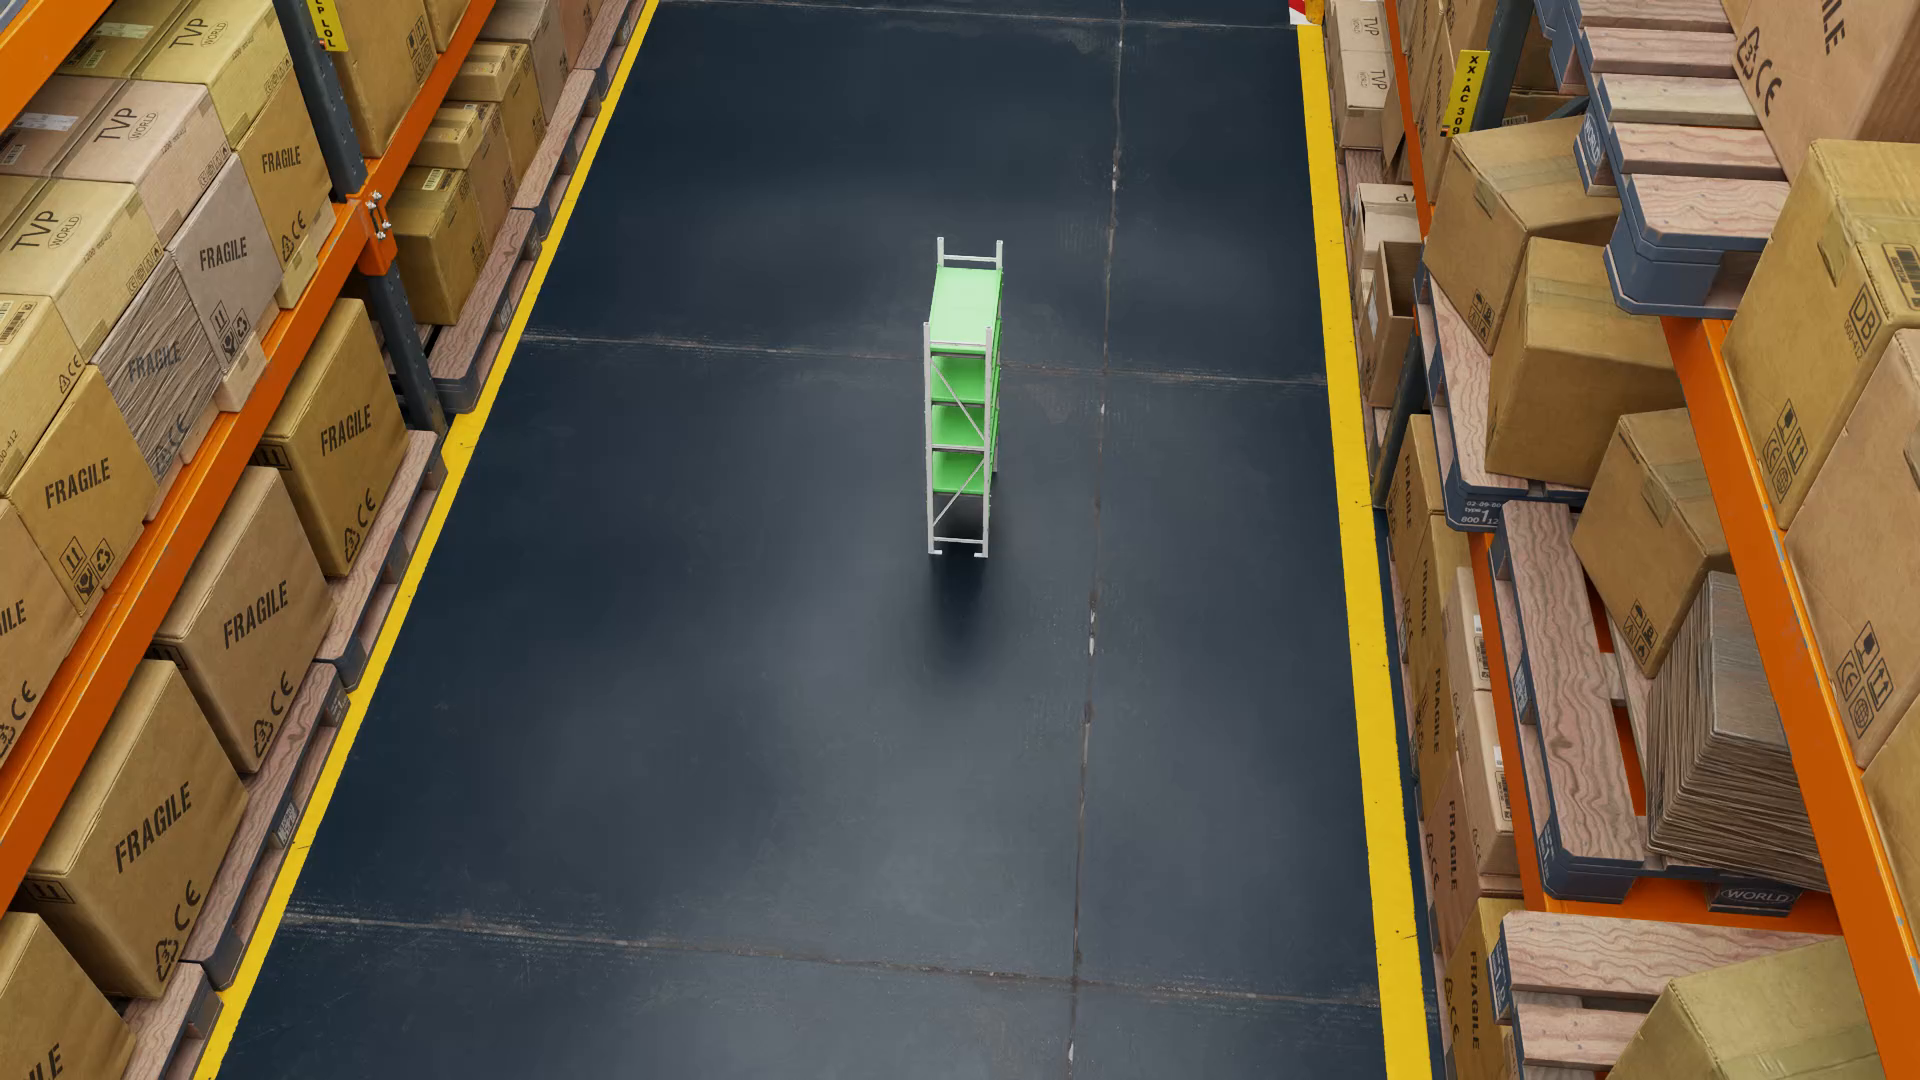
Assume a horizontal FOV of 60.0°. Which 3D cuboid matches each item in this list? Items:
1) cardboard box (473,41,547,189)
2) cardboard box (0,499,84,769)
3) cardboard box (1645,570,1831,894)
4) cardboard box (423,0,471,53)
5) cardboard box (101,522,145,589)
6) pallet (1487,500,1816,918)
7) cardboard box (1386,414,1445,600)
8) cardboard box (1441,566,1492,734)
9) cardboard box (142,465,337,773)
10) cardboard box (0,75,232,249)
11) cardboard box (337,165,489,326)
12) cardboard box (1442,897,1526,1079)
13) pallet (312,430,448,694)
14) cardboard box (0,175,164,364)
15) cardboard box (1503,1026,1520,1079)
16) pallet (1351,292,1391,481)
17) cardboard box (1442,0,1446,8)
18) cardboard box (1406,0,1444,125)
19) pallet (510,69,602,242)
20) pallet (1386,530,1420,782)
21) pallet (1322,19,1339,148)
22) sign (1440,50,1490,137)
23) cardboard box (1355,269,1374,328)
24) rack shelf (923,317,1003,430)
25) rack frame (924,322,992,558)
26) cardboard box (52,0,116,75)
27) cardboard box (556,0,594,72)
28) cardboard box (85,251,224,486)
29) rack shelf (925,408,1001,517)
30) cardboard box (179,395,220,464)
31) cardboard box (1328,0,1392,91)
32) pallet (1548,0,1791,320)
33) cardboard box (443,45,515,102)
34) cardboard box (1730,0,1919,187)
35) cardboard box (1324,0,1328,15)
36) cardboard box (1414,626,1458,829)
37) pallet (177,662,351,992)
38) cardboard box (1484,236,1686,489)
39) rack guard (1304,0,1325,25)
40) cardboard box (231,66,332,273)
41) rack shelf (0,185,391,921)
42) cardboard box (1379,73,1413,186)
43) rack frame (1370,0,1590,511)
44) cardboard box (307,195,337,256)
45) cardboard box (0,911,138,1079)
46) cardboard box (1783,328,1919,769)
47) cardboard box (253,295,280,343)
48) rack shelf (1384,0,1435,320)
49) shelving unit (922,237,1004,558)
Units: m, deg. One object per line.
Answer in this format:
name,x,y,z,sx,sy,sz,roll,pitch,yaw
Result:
cardboard box,-2.452,-2.067,8.043,0.700,0.500,0.500,5,48,4
cardboard box,-2.683,0.229,4.250,0.500,0.500,0.500,4,48,3
cardboard box,2.067,0.484,3.948,0.700,0.500,0.500,12,49,11
cardboard box,-2.583,-2.515,6.840,0.980,0.700,0.700,3,48,3
cardboard box,-2.664,-0.010,4.909,0.380,0.149,0.250,5,48,5
pallet,2.021,0.425,4.485,1.003,0.211,1.213,4,48,4
cardboard box,1.926,-0.116,6.245,0.500,0.500,0.500,2,48,2
cardboard box,1.835,0.366,5.296,0.500,0.250,0.500,4,48,4
cardboard box,-2.728,0.243,5.693,0.750,0.750,0.750,5,48,5
cardboard box,-2.564,-1.139,4.994,0.500,0.250,0.500,5,48,4
cardboard box,-2.550,-1.321,7.361,0.700,0.500,0.500,4,48,4
cardboard box,1.747,1.401,4.857,0.500,0.500,0.500,2,48,2
pallet,-2.716,0.033,6.603,1.003,0.211,1.213,4,48,4
cardboard box,-2.611,-0.764,4.651,0.500,0.250,0.500,5,48,4
cardboard box,1.701,1.487,4.271,0.500,0.250,0.500,6,48,5
pallet,2.277,-0.713,7.286,1.003,0.211,1.213,4,48,4
cardboard box,2.045,-2.287,6.089,0.500,0.500,0.500,3,48,3
cardboard box,2.049,-1.947,6.456,0.500,0.500,0.500,5,48,5
pallet,-2.465,-1.992,8.455,1.003,0.211,1.213,4,48,4
pallet,2.177,0.391,6.275,1.003,0.211,1.213,4,48,4
pallet,2.499,-2.506,8.925,1.003,0.211,1.213,4,48,4
sign,1.672,-1.473,5.504,0.100,0.325,0.005,4,48,4
cardboard box,1.957,-1.054,7.341,0.380,0.149,0.250,4,48,4
rack shelf,0.015,-0.645,6.314,0.258,0.148,0.480,4,48,4
rack frame,-0.007,-0.347,6.280,0.240,1.200,0.015,4,48,4
cardboard box,-3.022,-1.554,5.373,0.500,0.250,0.500,5,48,5
cardboard box,-2.366,-2.829,8.740,0.700,0.500,0.500,4,48,3
cardboard box,-2.602,-0.521,4.937,0.500,0.500,0.500,4,48,4
rack shelf,0.015,-0.321,6.669,0.258,0.148,0.480,4,48,4
cardboard box,-2.591,-0.387,5.254,0.380,0.149,0.250,4,48,4
cardboard box,2.200,-2.562,8.652,0.500,0.250,0.500,4,48,4
pallet,1.992,-0.862,3.626,1.213,0.211,1.003,4,48,4
cardboard box,-2.290,-2.163,7.691,0.380,0.149,0.250,3,48,2
cardboard box,1.975,-1.026,3.229,0.600,0.600,0.600,2,48,2
cardboard box,2.197,-2.991,9.113,0.380,0.149,0.250,4,48,4
cardboard box,1.836,0.644,5.550,0.500,0.500,0.500,4,48,4
pallet,-2.824,0.932,5.781,1.003,0.211,1.213,4,48,4
cardboard box,1.948,-0.483,4.832,0.700,0.500,0.500,11,48,10
rack guard,2.571,-3.190,9.355,1.175,0.500,0.348,4,48,4
cardboard box,-2.511,-1.265,5.617,0.500,0.500,0.500,3,48,3
rack shelf,-2.903,0.232,5.018,1.077,0.370,4.000,4,48,4
cardboard box,2.379,-1.837,7.817,0.797,0.503,0.637,4,48,4
rack frame,2.213,-1.150,5.795,1.000,3.000,0.127,4,48,4
cardboard box,-2.469,-1.135,5.938,0.380,0.149,0.250,4,48,4
cardboard box,-2.887,1.511,4.533,0.750,0.750,0.750,3,48,3
cardboard box,1.901,0.046,2.601,0.910,0.500,0.500,4,48,4
cardboard box,-2.537,-0.761,5.596,0.380,0.149,0.250,5,48,5
rack shelf,2.395,-2.377,7.405,1.077,0.370,4.000,4,48,4
shelving unit,0.015,-0.527,6.444,0.258,1.200,0.503,4,48,4
